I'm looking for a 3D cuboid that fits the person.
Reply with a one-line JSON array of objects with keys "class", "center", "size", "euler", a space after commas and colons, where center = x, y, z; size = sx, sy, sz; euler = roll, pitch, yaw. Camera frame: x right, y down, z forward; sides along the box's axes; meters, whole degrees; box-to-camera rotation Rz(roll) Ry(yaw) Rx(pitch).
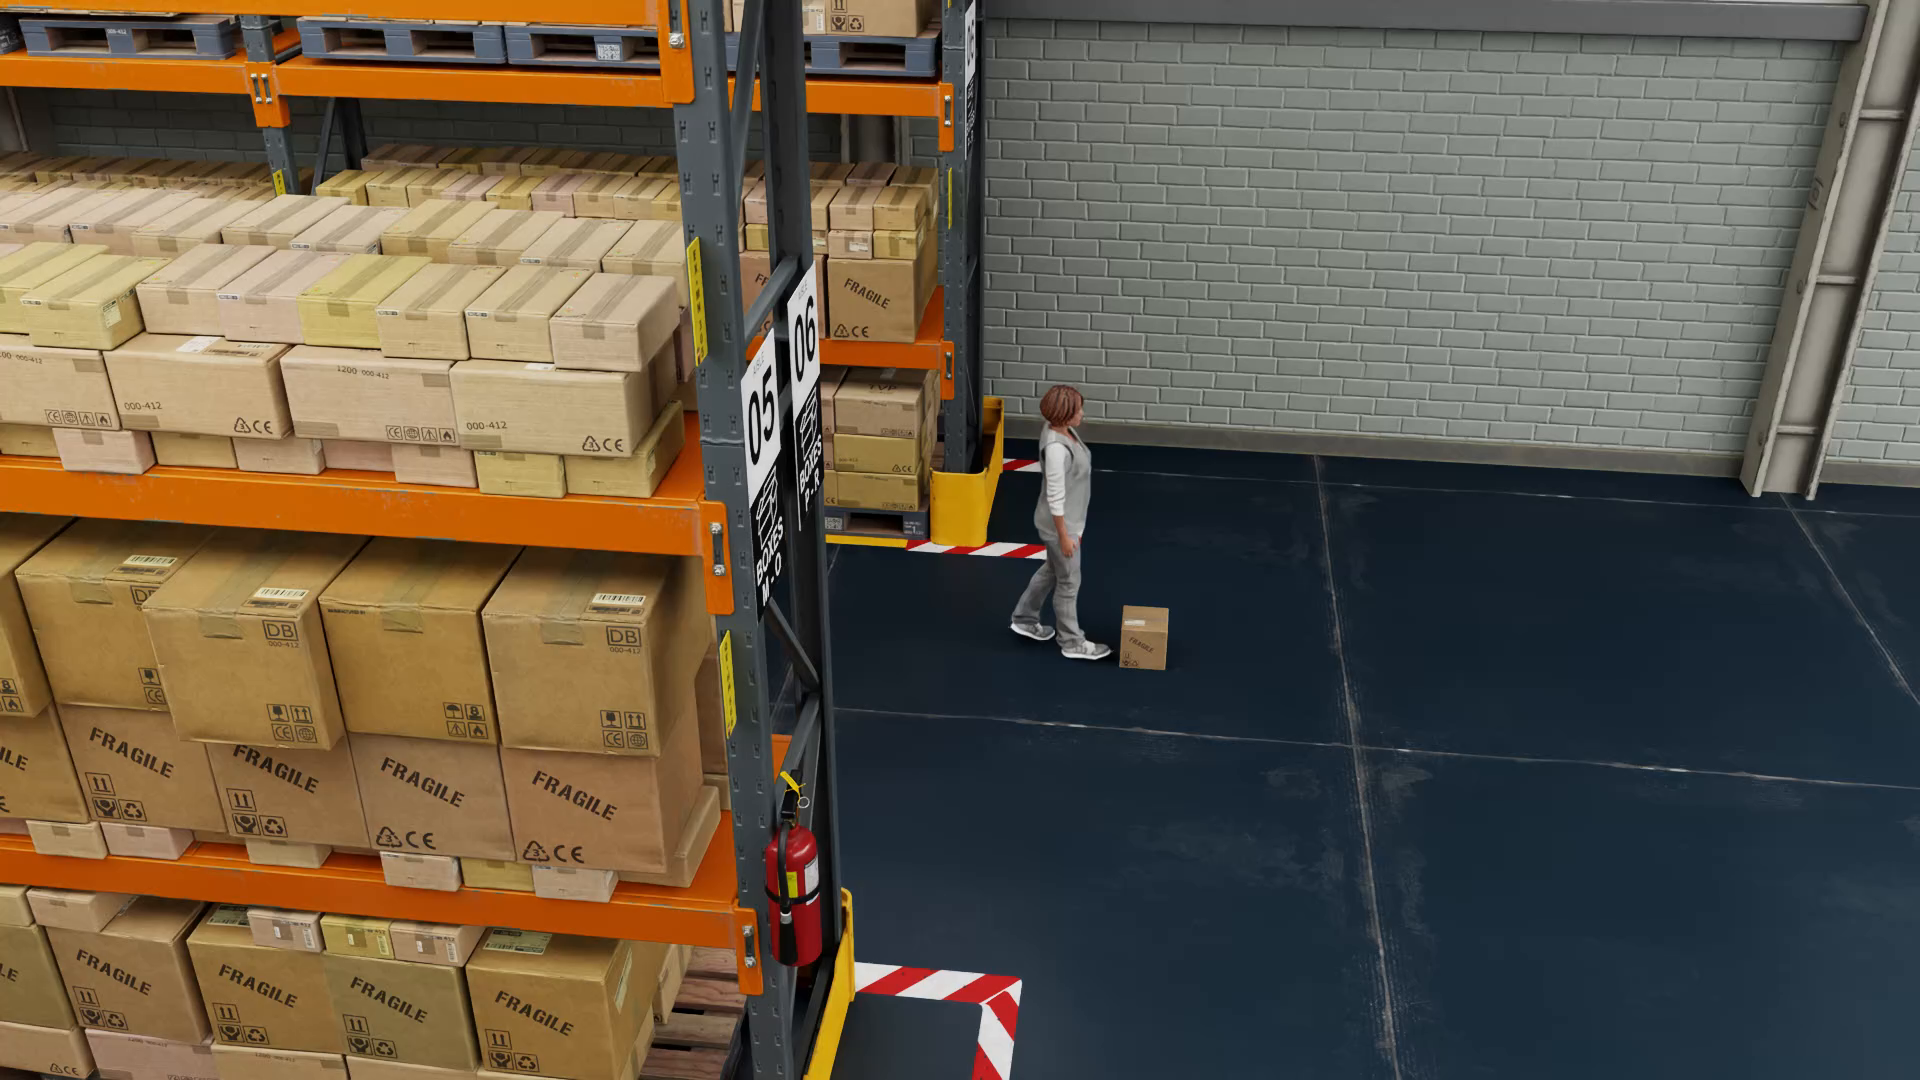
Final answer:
[{"class": "person", "center": [0.556, -0.079, 8.874], "size": [0.568, 1.617, 0.427], "euler": [4, 29, 6]}]
